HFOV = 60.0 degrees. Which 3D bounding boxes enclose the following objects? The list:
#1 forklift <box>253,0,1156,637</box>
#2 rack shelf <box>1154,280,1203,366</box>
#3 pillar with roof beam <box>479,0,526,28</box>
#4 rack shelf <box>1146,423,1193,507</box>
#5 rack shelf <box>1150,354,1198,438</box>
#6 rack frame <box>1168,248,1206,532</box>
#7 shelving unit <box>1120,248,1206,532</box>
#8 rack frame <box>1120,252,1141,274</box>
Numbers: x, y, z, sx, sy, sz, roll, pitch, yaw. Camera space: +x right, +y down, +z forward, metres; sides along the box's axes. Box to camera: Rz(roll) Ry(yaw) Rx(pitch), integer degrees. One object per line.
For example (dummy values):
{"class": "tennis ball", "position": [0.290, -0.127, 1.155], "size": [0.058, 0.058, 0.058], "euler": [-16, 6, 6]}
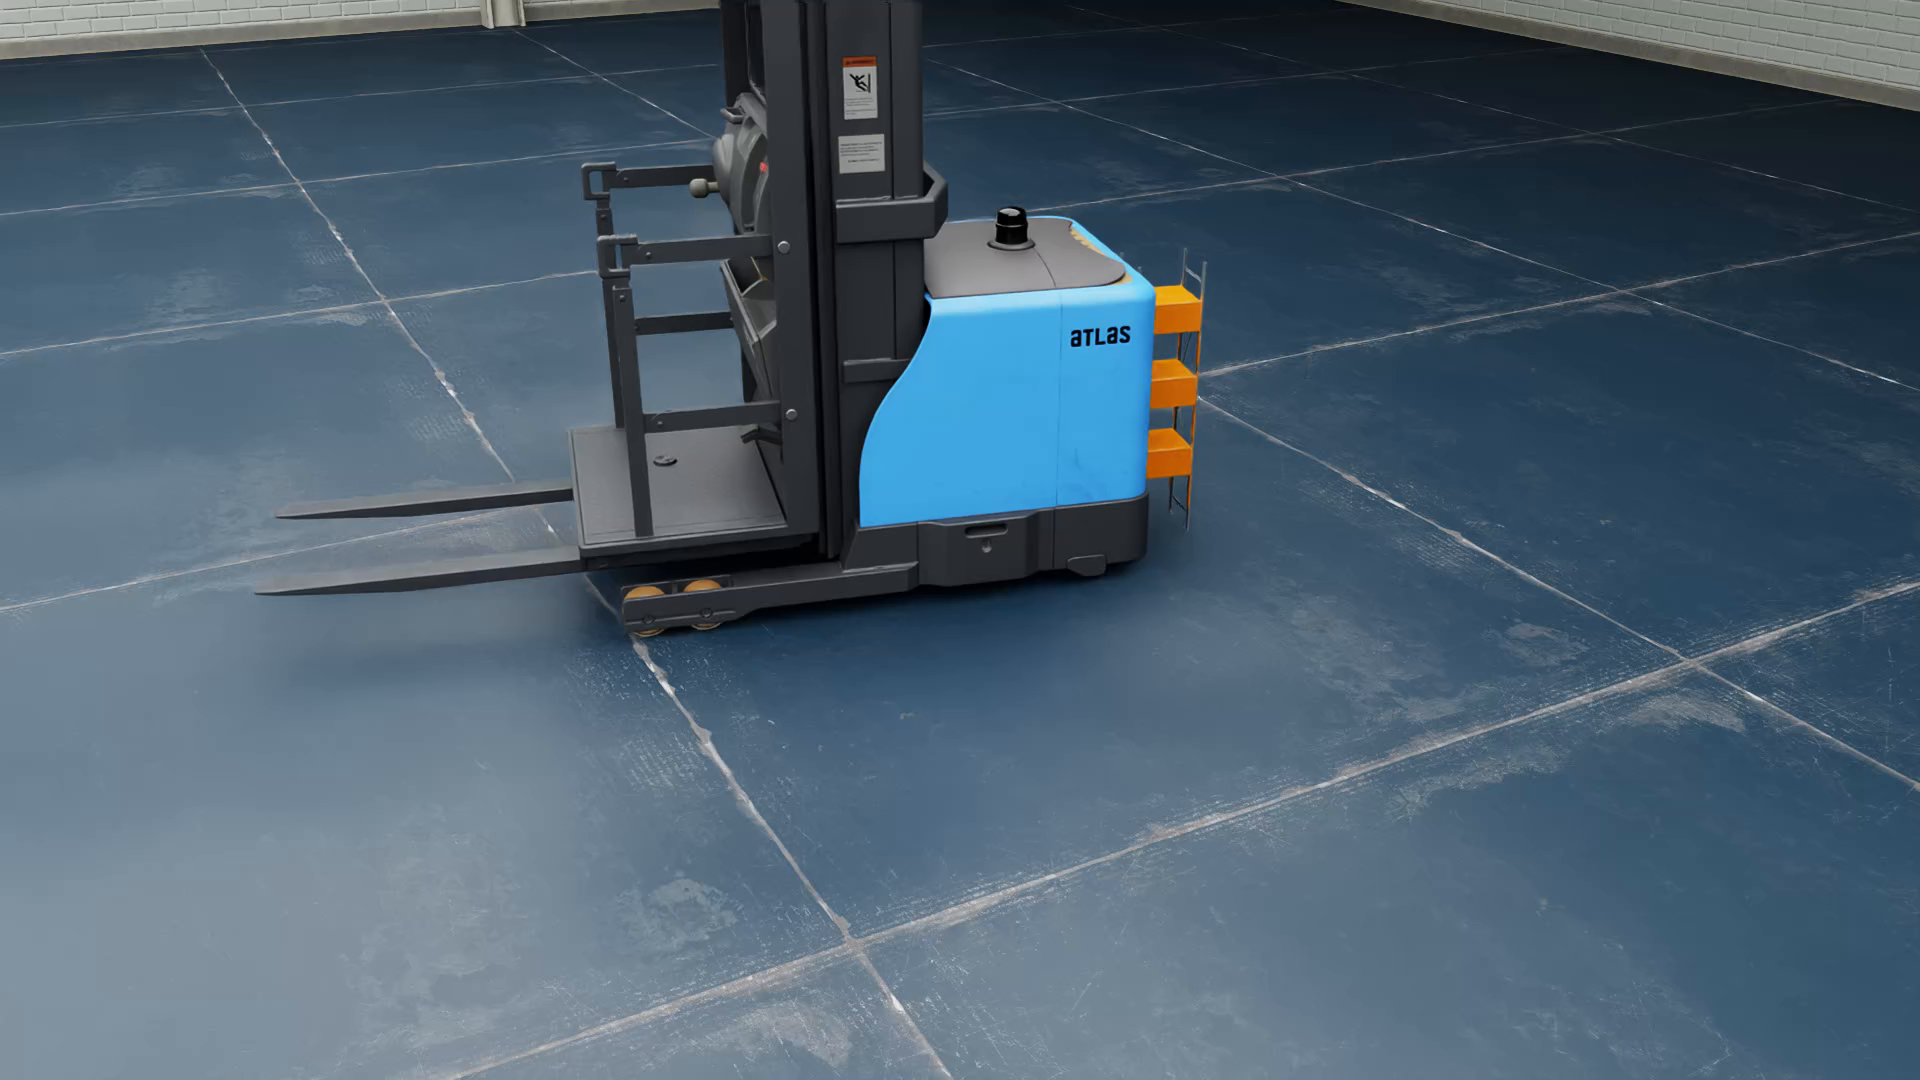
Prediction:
{"class": "forklift", "position": [-0.900, -1.250, 5.467], "size": [3.031, 2.935, 1.130], "euler": [-6, 26, -13]}
{"class": "rack shelf", "position": [0.723, -0.779, 6.029], "size": [0.240, 0.259, 0.215], "euler": [-6, 26, -13]}
{"class": "pillar with roof beam", "position": [-2.802, -7.865, 12.235], "size": [0.400, 9.000, 9.100], "euler": [-13, 29, -25]}
{"class": "rack shelf", "position": [0.723, -0.273, 6.272], "size": [0.240, 0.259, 0.215], "euler": [-6, 26, -13]}
{"class": "rack shelf", "position": [0.723, -0.524, 6.152], "size": [0.240, 0.259, 0.215], "euler": [-6, 26, -13]}
{"class": "rack frame", "position": [0.841, -0.546, 6.174], "size": [0.008, 1.050, 0.200], "euler": [-6, 26, -13]}
{"class": "shelving unit", "position": [0.723, -0.533, 6.147], "size": [0.252, 1.050, 0.215], "euler": [-6, 26, -13]}
{"class": "rack frame", "position": [0.604, -0.520, 6.120], "size": [0.008, 1.050, 0.200], "euler": [-6, 26, -13]}
